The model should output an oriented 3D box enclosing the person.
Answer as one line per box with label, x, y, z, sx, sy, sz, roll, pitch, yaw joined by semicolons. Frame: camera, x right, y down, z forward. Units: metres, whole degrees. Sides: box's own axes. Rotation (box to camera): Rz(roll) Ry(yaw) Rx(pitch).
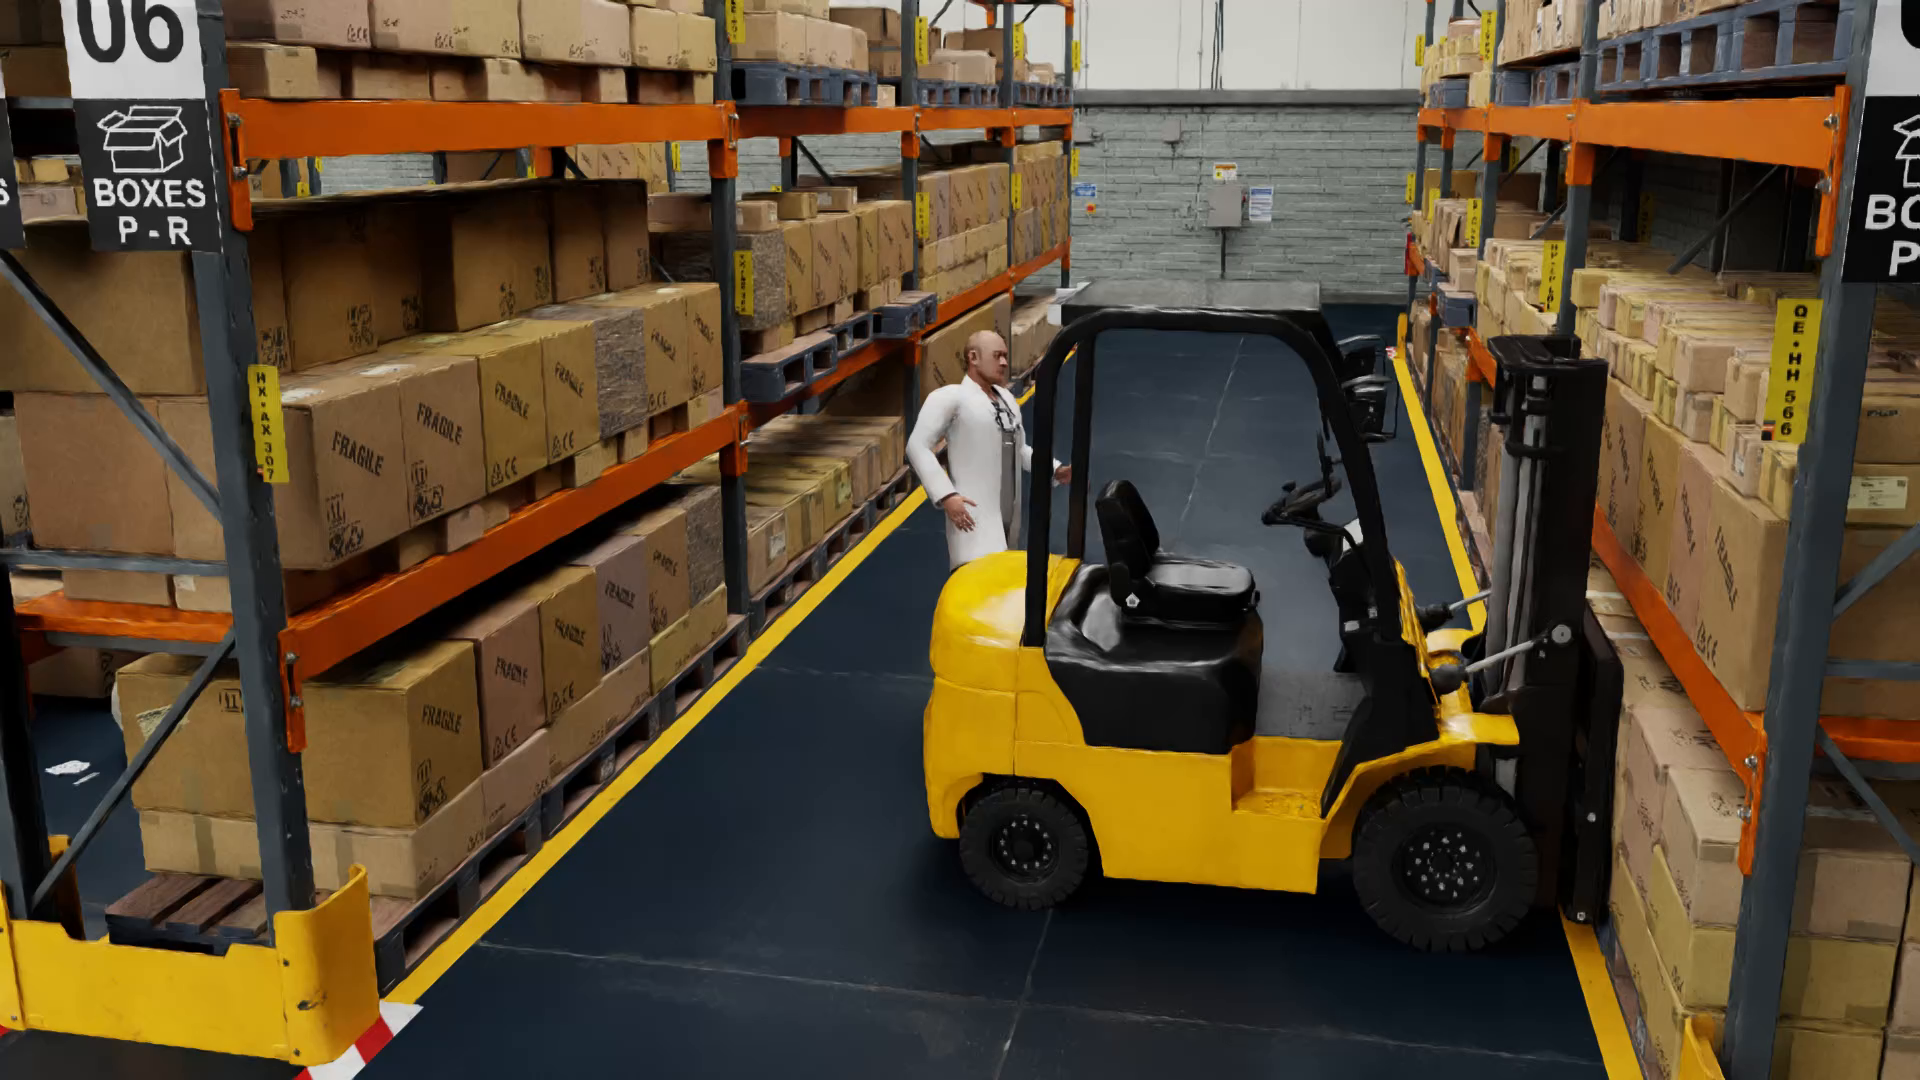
person;0.215;-0.056;7.788;0.844;1.799;0.759;12;18;38
